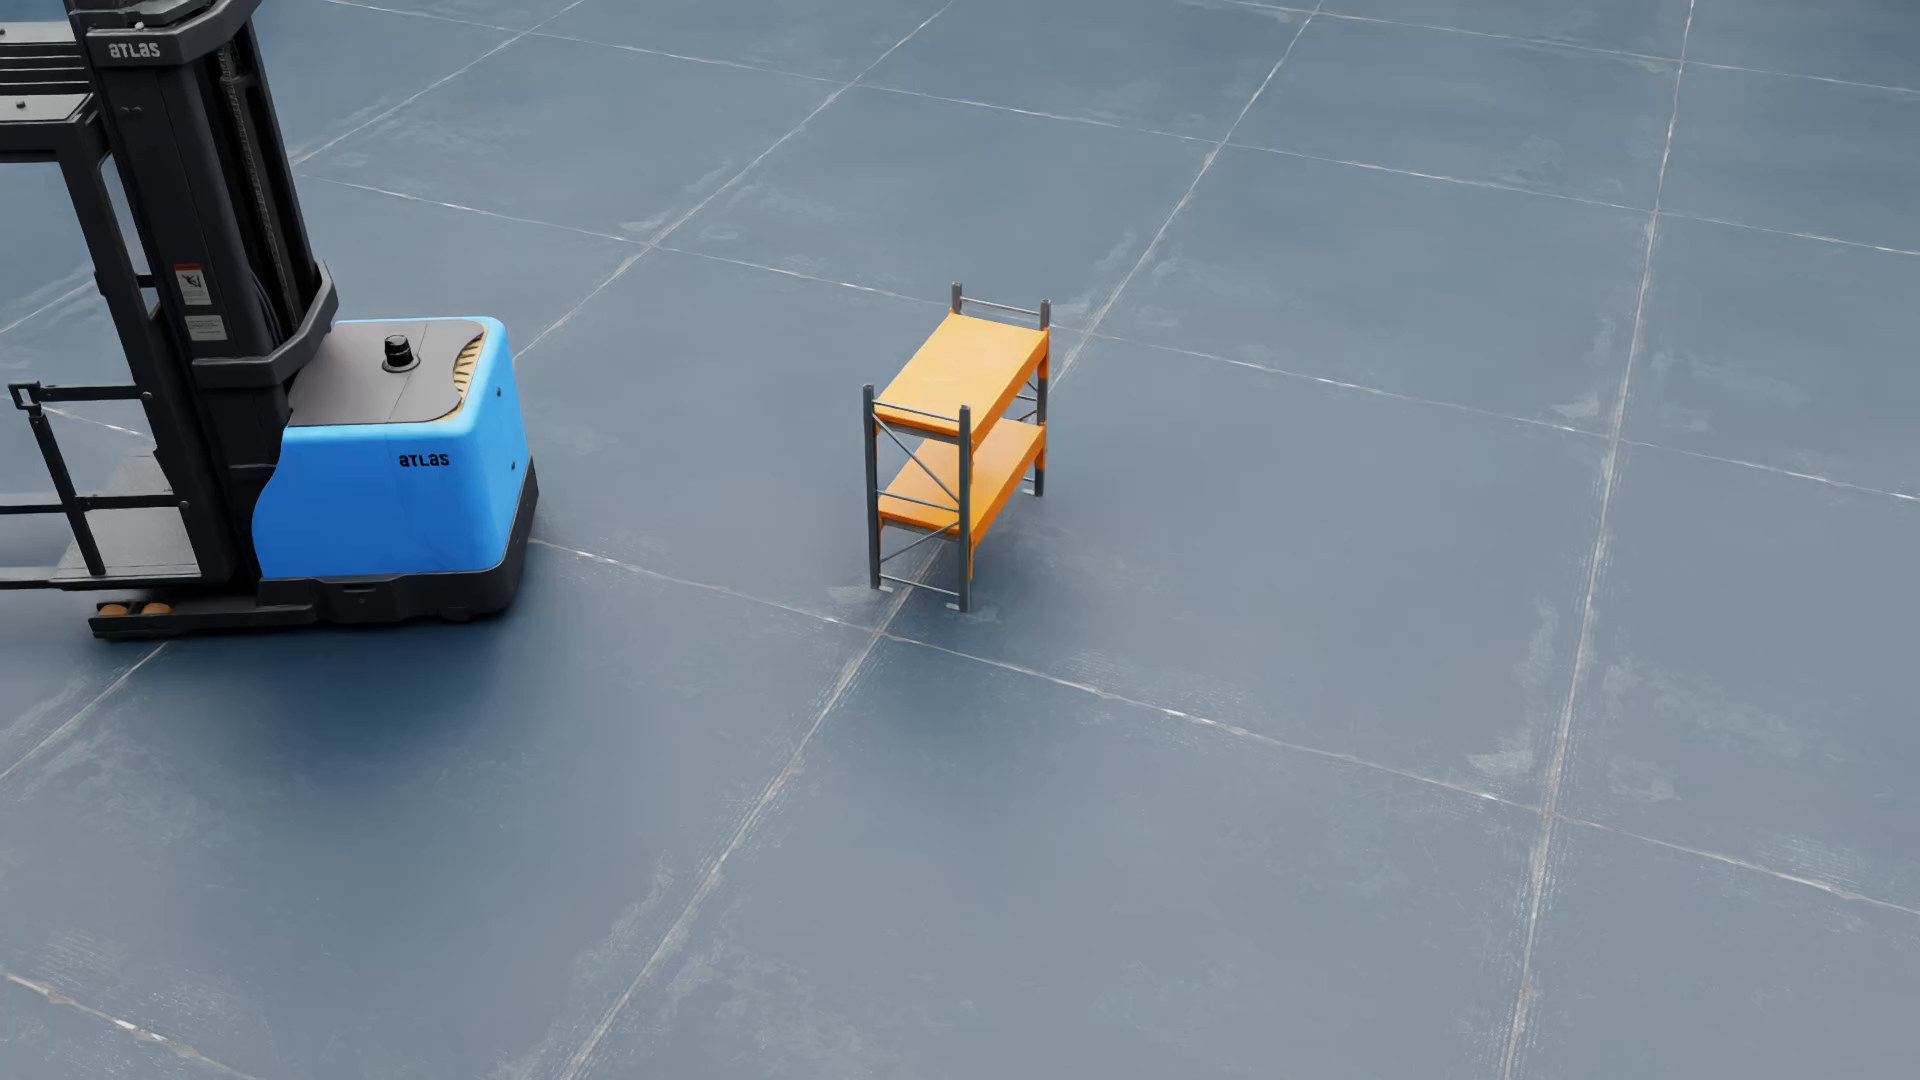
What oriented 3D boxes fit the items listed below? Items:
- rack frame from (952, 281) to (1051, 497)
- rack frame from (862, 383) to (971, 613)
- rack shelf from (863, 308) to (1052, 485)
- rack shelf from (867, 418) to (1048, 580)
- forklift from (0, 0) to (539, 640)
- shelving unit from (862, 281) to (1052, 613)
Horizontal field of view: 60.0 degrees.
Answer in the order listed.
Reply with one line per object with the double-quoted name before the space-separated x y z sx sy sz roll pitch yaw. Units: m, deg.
"rack frame" 0.196 -0.736 8.295 0.500 1.125 0.032 14 39 18
"rack frame" -0.191 -0.173 7.542 0.500 1.125 0.032 14 39 18
"rack shelf" 0.003 -0.689 7.743 0.538 0.278 1.000 14 39 18
"rack shelf" 0.003 -0.258 8.065 0.538 0.278 1.000 14 39 18
"forklift" -3.624 -1.040 7.194 3.031 2.935 1.130 -2 37 -3
"shelving unit" 0.003 -0.454 7.918 0.538 1.125 1.048 14 39 18
